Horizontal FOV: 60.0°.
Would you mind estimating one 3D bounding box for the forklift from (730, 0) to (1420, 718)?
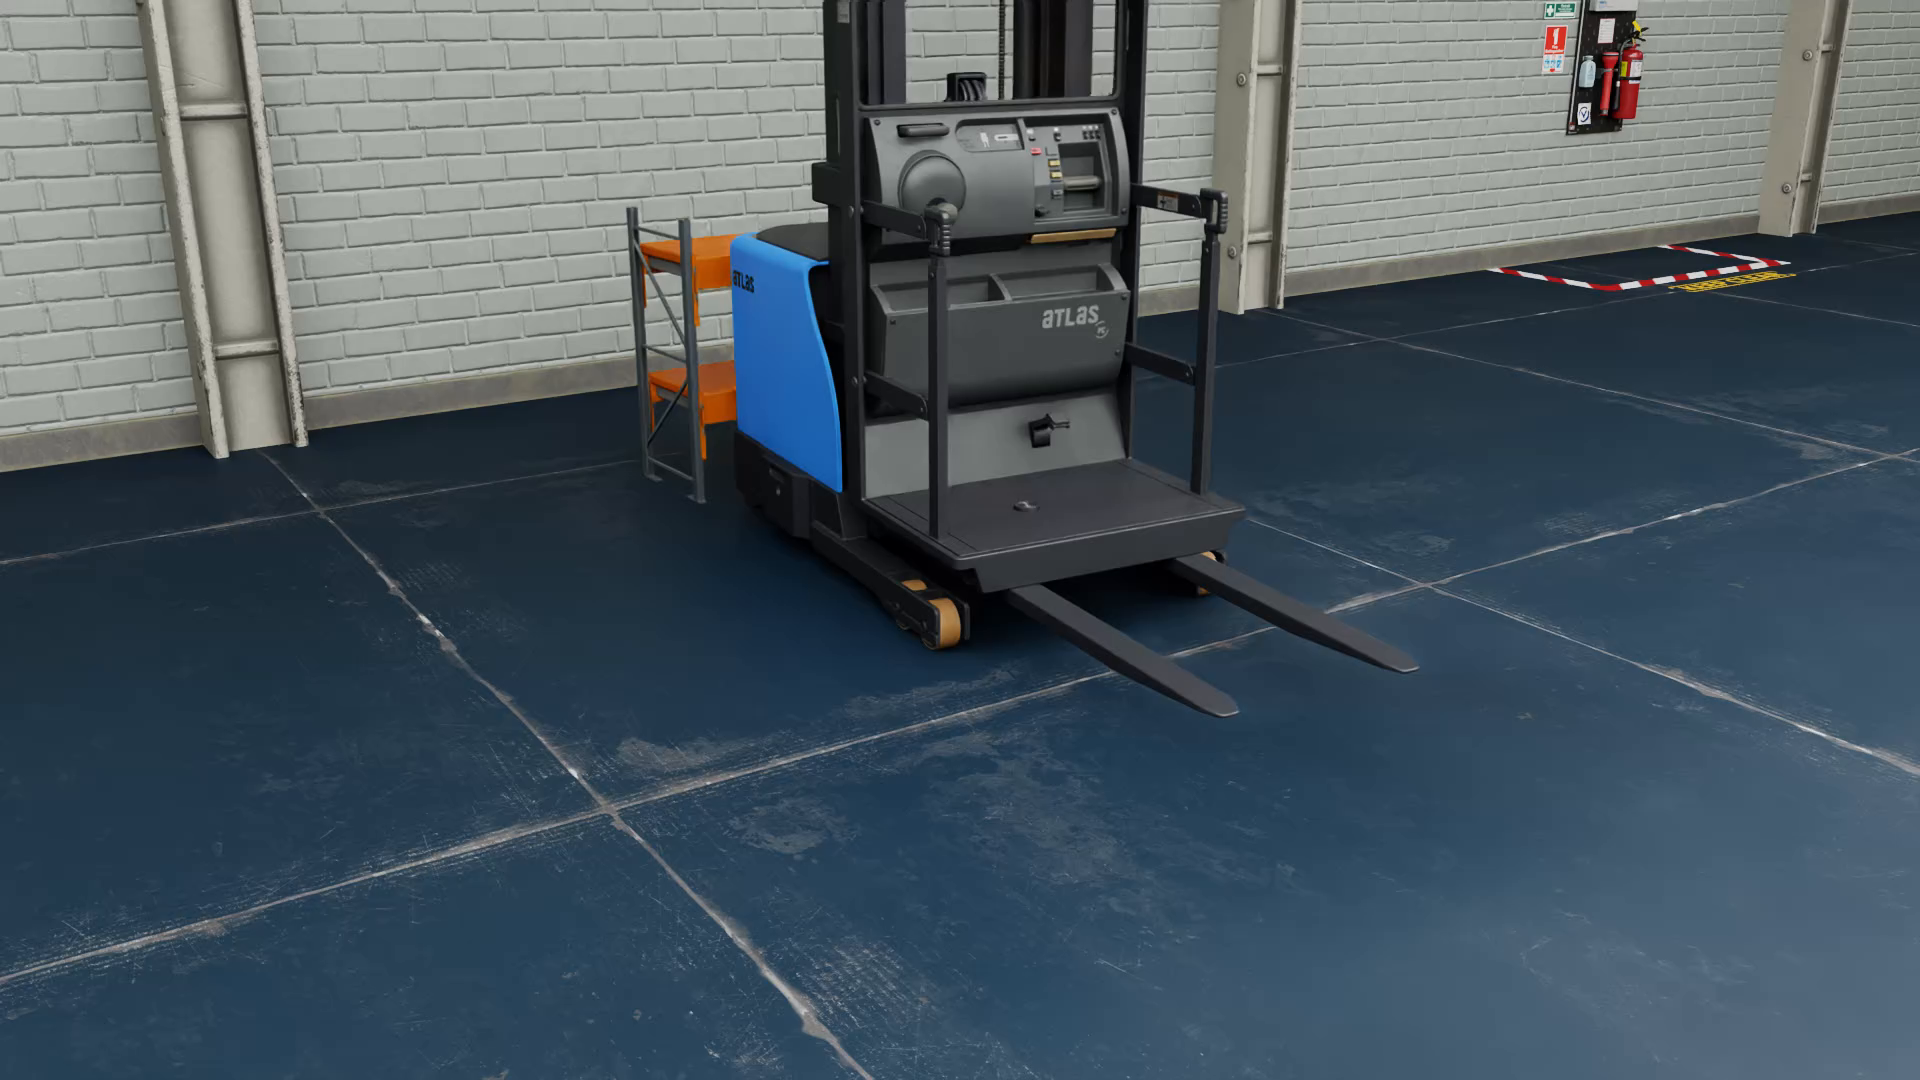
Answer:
[{"bbox_3d":[0.243,-1.206,5.237,1.130,2.935,3.031,-10,21,-27],"label":"forklift"}]

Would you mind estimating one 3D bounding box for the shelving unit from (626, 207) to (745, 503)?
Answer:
[{"bbox_3d":[-0.775,-0.843,6.980,1.048,1.125,0.538,-13,23,-34],"label":"shelving unit"}]

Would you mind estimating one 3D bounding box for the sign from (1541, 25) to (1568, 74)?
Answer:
[{"bbox_3d":[4.230,-3.490,11.829,0.234,0.329,0.001,-12,22,-31],"label":"sign"}]

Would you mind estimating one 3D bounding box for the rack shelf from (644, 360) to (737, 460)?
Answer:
[{"bbox_3d":[-0.774,-0.611,7.058,1.000,0.278,0.538,-13,23,-34],"label":"rack shelf"}]

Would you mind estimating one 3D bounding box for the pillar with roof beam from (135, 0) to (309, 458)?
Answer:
[{"bbox_3d":[-0.821,-3.545,2.680,0.400,9.000,9.100,-12,22,-31],"label":"pillar with roof beam"}]

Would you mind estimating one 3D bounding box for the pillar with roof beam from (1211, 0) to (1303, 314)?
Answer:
[{"bbox_3d":[4.190,-4.602,5.806,0.400,9.000,9.100,-12,22,-31],"label":"pillar with roof beam"}]

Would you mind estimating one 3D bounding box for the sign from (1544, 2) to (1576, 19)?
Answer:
[{"bbox_3d":[4.239,-3.740,11.740,0.331,0.109,0.001,-12,22,-31],"label":"sign"}]

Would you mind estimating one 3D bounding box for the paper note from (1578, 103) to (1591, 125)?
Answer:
[{"bbox_3d":[4.563,-3.113,12.145,0.142,0.148,0.016,-12,22,-31],"label":"paper note"}]

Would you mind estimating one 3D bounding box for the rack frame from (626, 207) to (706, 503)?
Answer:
[{"bbox_3d":[-1.185,-0.747,6.695,0.032,1.125,0.500,-13,23,-34],"label":"rack frame"}]

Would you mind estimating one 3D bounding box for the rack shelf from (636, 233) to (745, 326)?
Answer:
[{"bbox_3d":[-0.775,-1.121,6.887,1.000,0.278,0.538,-13,23,-34],"label":"rack shelf"}]

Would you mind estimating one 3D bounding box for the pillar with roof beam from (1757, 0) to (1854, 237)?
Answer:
[{"bbox_3d":[9.201,-5.659,8.932,0.400,9.000,9.100,-12,22,-31],"label":"pillar with roof beam"}]

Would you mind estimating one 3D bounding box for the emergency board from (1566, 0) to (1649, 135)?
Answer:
[{"bbox_3d":[4.749,-3.543,12.042,0.643,1.169,0.194,-12,22,-31],"label":"emergency board"}]
